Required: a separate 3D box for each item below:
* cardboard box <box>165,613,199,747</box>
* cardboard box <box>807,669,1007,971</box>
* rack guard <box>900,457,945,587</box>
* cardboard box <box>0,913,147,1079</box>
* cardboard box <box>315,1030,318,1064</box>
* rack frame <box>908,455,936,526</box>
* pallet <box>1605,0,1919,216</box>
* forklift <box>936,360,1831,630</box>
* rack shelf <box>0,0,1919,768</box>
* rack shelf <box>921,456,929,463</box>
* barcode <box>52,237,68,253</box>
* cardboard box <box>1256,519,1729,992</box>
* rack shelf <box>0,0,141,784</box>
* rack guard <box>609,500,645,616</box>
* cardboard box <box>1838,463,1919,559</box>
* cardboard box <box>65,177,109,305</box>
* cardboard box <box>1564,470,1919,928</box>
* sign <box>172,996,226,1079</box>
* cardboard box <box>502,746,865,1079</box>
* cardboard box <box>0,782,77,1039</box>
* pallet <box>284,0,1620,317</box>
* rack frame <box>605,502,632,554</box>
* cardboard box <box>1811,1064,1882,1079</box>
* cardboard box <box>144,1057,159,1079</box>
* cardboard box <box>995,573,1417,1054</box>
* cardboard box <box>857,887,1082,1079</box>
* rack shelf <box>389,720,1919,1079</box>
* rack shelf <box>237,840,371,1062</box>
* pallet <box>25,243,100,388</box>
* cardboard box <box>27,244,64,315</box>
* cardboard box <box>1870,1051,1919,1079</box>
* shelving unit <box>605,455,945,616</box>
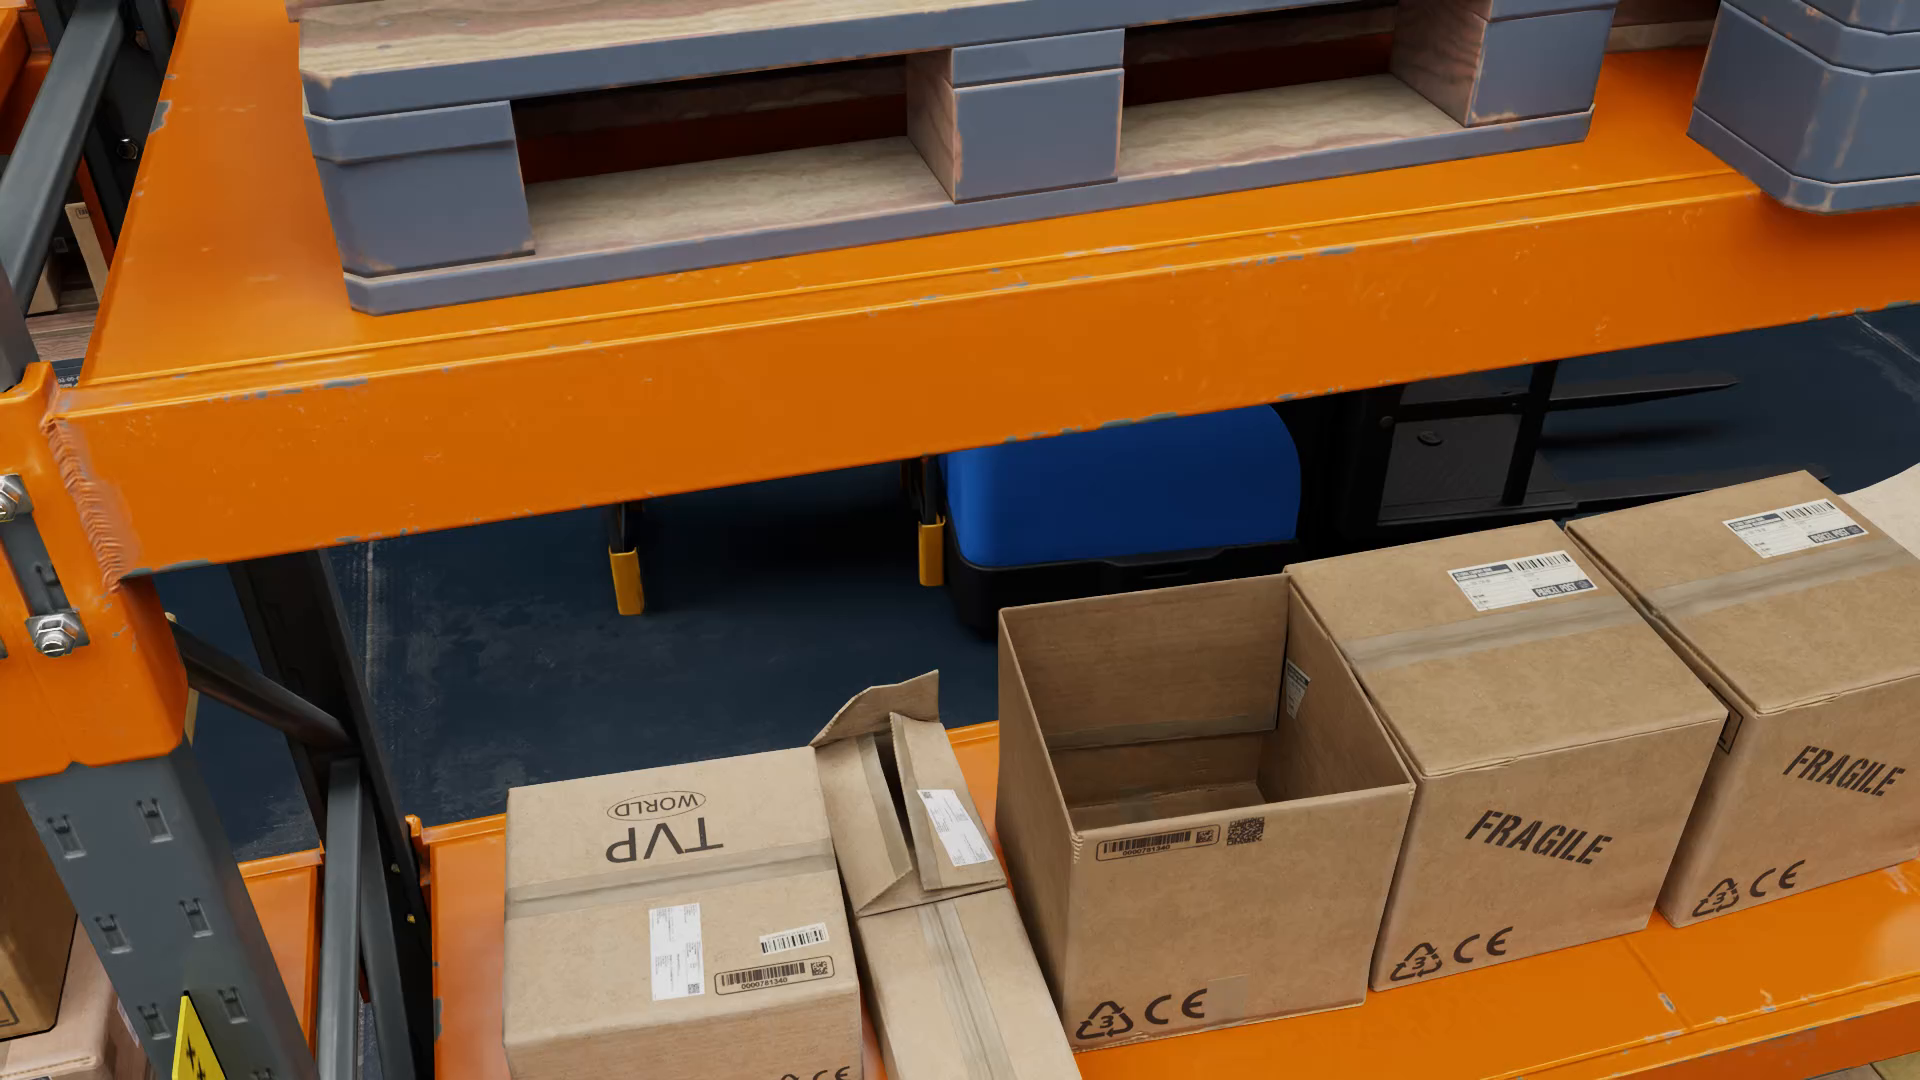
[{"bbox_3d":[-1.212,0.290,2.286,0.250,0.149,0.380,-9,38,-12],"label":"cardboard box"},{"bbox_3d":[-0.101,0.465,2.784,0.258,0.266,0.396,-10,39,-13],"label":"cardboard box"},{"bbox_3d":[-0.131,-0.121,5.703,0.087,0.250,0.587,-5,38,-7],"label":"rack guard"},{"bbox_3d":[-1.108,0.530,1.973,0.250,0.149,0.380,-9,38,-12],"label":"cardboard box"},{"bbox_3d":[-1.431,1.176,3.045,0.500,0.500,0.500,-9,38,-12],"label":"cardboard box"},{"bbox_3d":[-0.130,-0.618,5.323,0.032,1.500,0.500,-5,38,-7],"label":"rack frame"},{"bbox_3d":[1.249,-0.753,1.952,1.213,0.211,1.003,-8,38,-10],"label":"pallet"},{"bbox_3d":[1.426,-1.267,4.994,3.031,2.935,1.130,-5,38,-7],"label":"forklift"},{"bbox_3d":[1.029,-0.564,2.142,4.000,0.370,1.077,-9,38,-12],"label":"rack shelf"},{"bbox_3d":[-0.632,-0.429,5.372,1.000,0.185,0.538,-5,38,-7],"label":"rack shelf"},{"bbox_3d":[-3.658,-1.194,6.735,0.075,0.075,0.001,-9,38,-12],"label":"barcode"},{"bbox_3d":[0.836,0.344,2.750,0.500,0.500,0.500,-9,38,-12],"label":"cardboard box"},{"bbox_3d":[-2.832,0.069,1.314,4.000,0.370,1.077,-9,38,-12],"label":"rack shelf"},{"bbox_3d":[-1.116,-0.030,5.584,0.087,0.250,0.587,-5,38,-7],"label":"rack guard"},{"bbox_3d":[2.046,0.088,3.239,0.500,0.311,0.500,-10,38,-12],"label":"cardboard box"},{"bbox_3d":[-3.188,-1.241,6.598,0.500,0.500,0.500,-12,39,-15],"label":"cardboard box"},{"bbox_3d":[1.344,0.260,2.859,0.500,0.500,0.500,-11,39,-14],"label":"cardboard box"},{"bbox_3d":[-0.755,0.608,1.708,0.005,0.325,0.100,-9,38,-12],"label":"sign"},{"bbox_3d":[-0.438,0.614,2.602,0.500,0.250,0.500,-7,38,-9],"label":"cardboard box"},{"bbox_3d":[-1.328,0.177,1.899,0.500,0.500,0.700,-9,38,-12],"label":"cardboard box"},{"bbox_3d":[-0.053,-0.604,1.760,1.217,0.209,0.805,-11,39,-14],"label":"pallet"},{"bbox_3d":[-1.135,-0.525,5.202,0.032,1.500,0.500,-5,38,-7],"label":"rack frame"},{"bbox_3d":[1.530,1.119,3.274,0.500,0.311,0.500,-10,38,-12],"label":"cardboard box"},{"bbox_3d":[-1.328,0.693,2.293,0.500,0.500,0.700,-10,39,-13],"label":"cardboard box"},{"bbox_3d":[0.353,0.423,2.646,0.500,0.500,0.500,-7,38,-9],"label":"cardboard box"},{"bbox_3d":[0.007,0.738,2.524,0.250,0.149,0.380,-9,38,-12],"label":"cardboard box"},{"bbox_3d":[1.029,0.627,3.053,4.000,0.370,1.077,-9,38,-12],"label":"rack shelf"},{"bbox_3d":[-2.832,1.261,2.225,4.000,0.370,1.077,-9,38,-12],"label":"rack shelf"},{"bbox_3d":[-4.016,-0.817,6.644,1.213,0.211,1.003,-9,38,-12],"label":"pallet"},{"bbox_3d":[-3.746,-1.048,6.635,0.250,0.149,0.380,-12,39,-16],"label":"cardboard box"},{"bbox_3d":[2.019,1.041,3.376,0.500,0.311,0.500,-10,39,-13],"label":"cardboard box"},{"bbox_3d":[-0.623,-0.572,5.264,1.083,1.500,0.587,-5,38,-7],"label":"shelving unit"}]
